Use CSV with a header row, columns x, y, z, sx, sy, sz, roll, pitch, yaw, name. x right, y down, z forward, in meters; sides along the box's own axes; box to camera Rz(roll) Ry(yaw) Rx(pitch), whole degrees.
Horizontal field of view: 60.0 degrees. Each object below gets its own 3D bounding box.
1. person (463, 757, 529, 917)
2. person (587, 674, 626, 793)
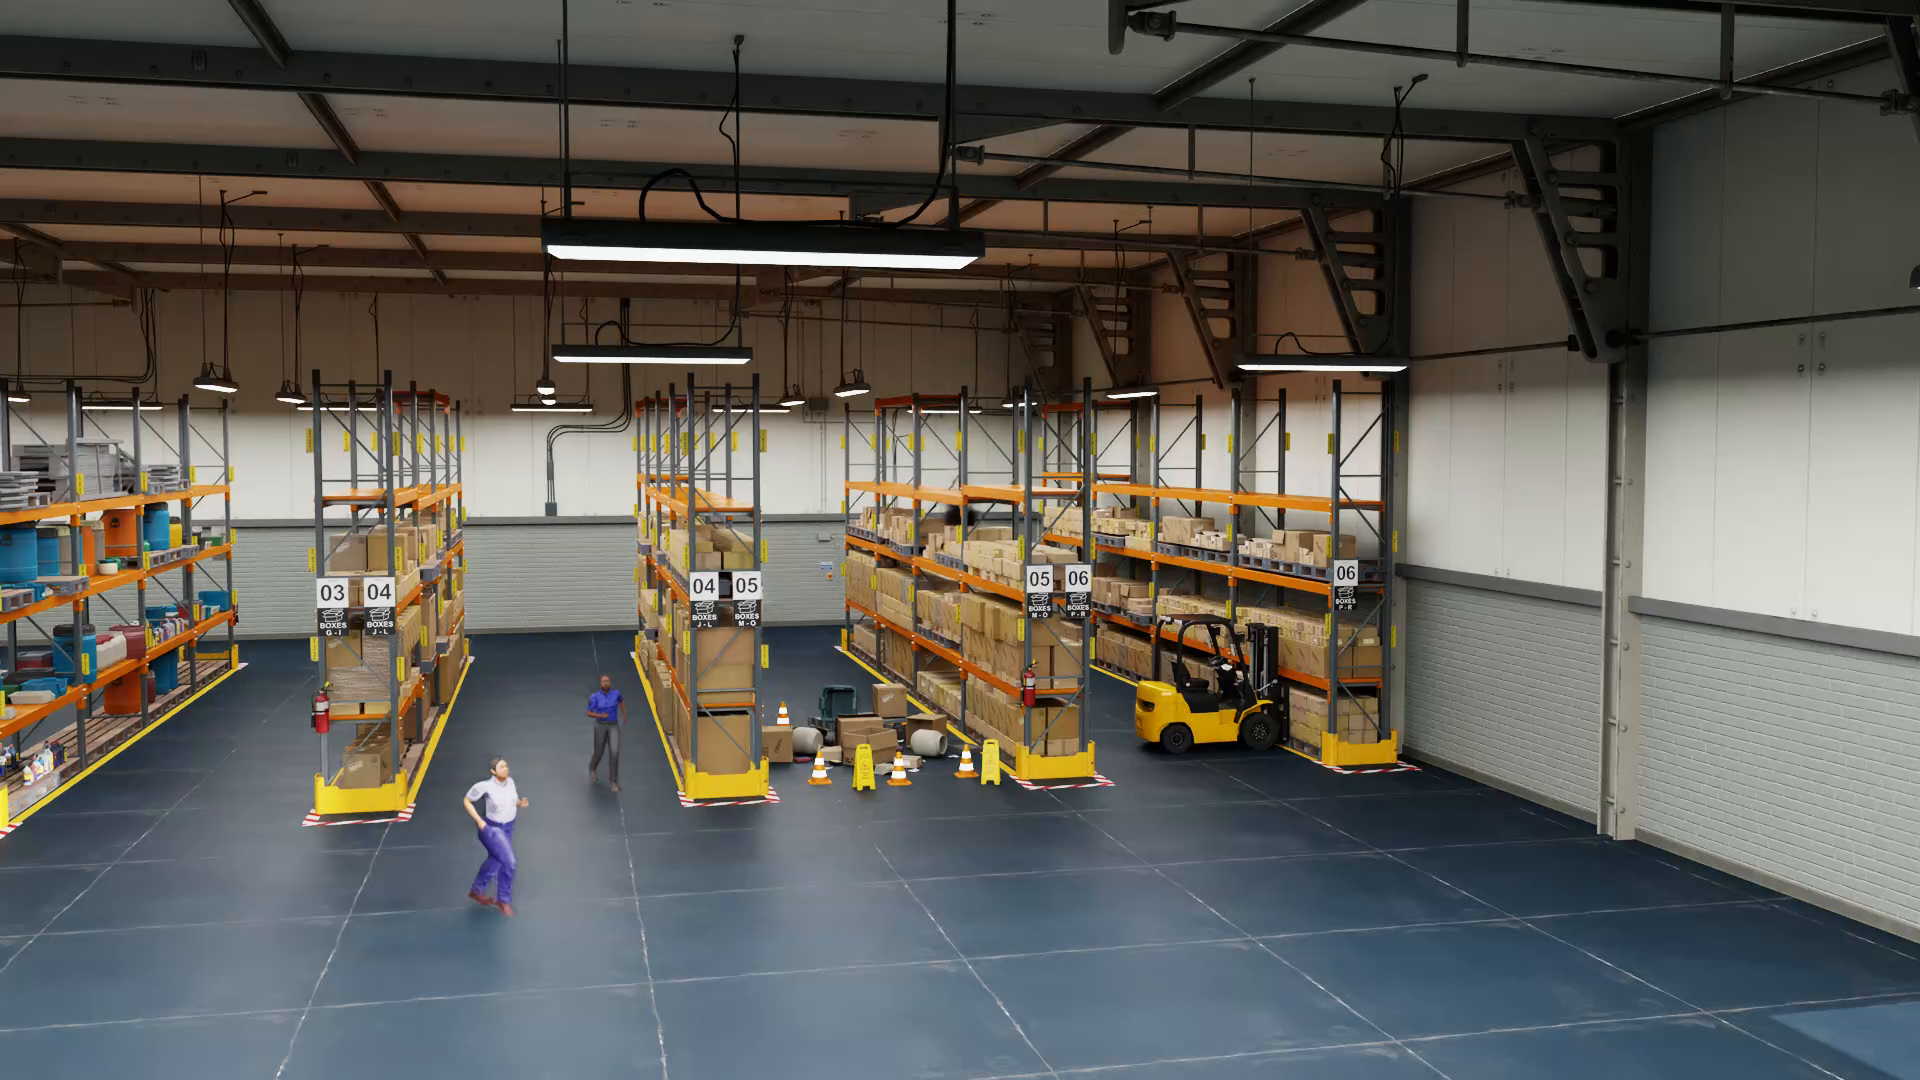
x,y,z,sx,sy,sz,roll,pitch,yaw,name
-4.962,3.172,17.837,0.749,1.719,0.573,1,4,20,person
-5.152,2.780,24.209,0.587,1.686,0.926,-1,4,-22,person
